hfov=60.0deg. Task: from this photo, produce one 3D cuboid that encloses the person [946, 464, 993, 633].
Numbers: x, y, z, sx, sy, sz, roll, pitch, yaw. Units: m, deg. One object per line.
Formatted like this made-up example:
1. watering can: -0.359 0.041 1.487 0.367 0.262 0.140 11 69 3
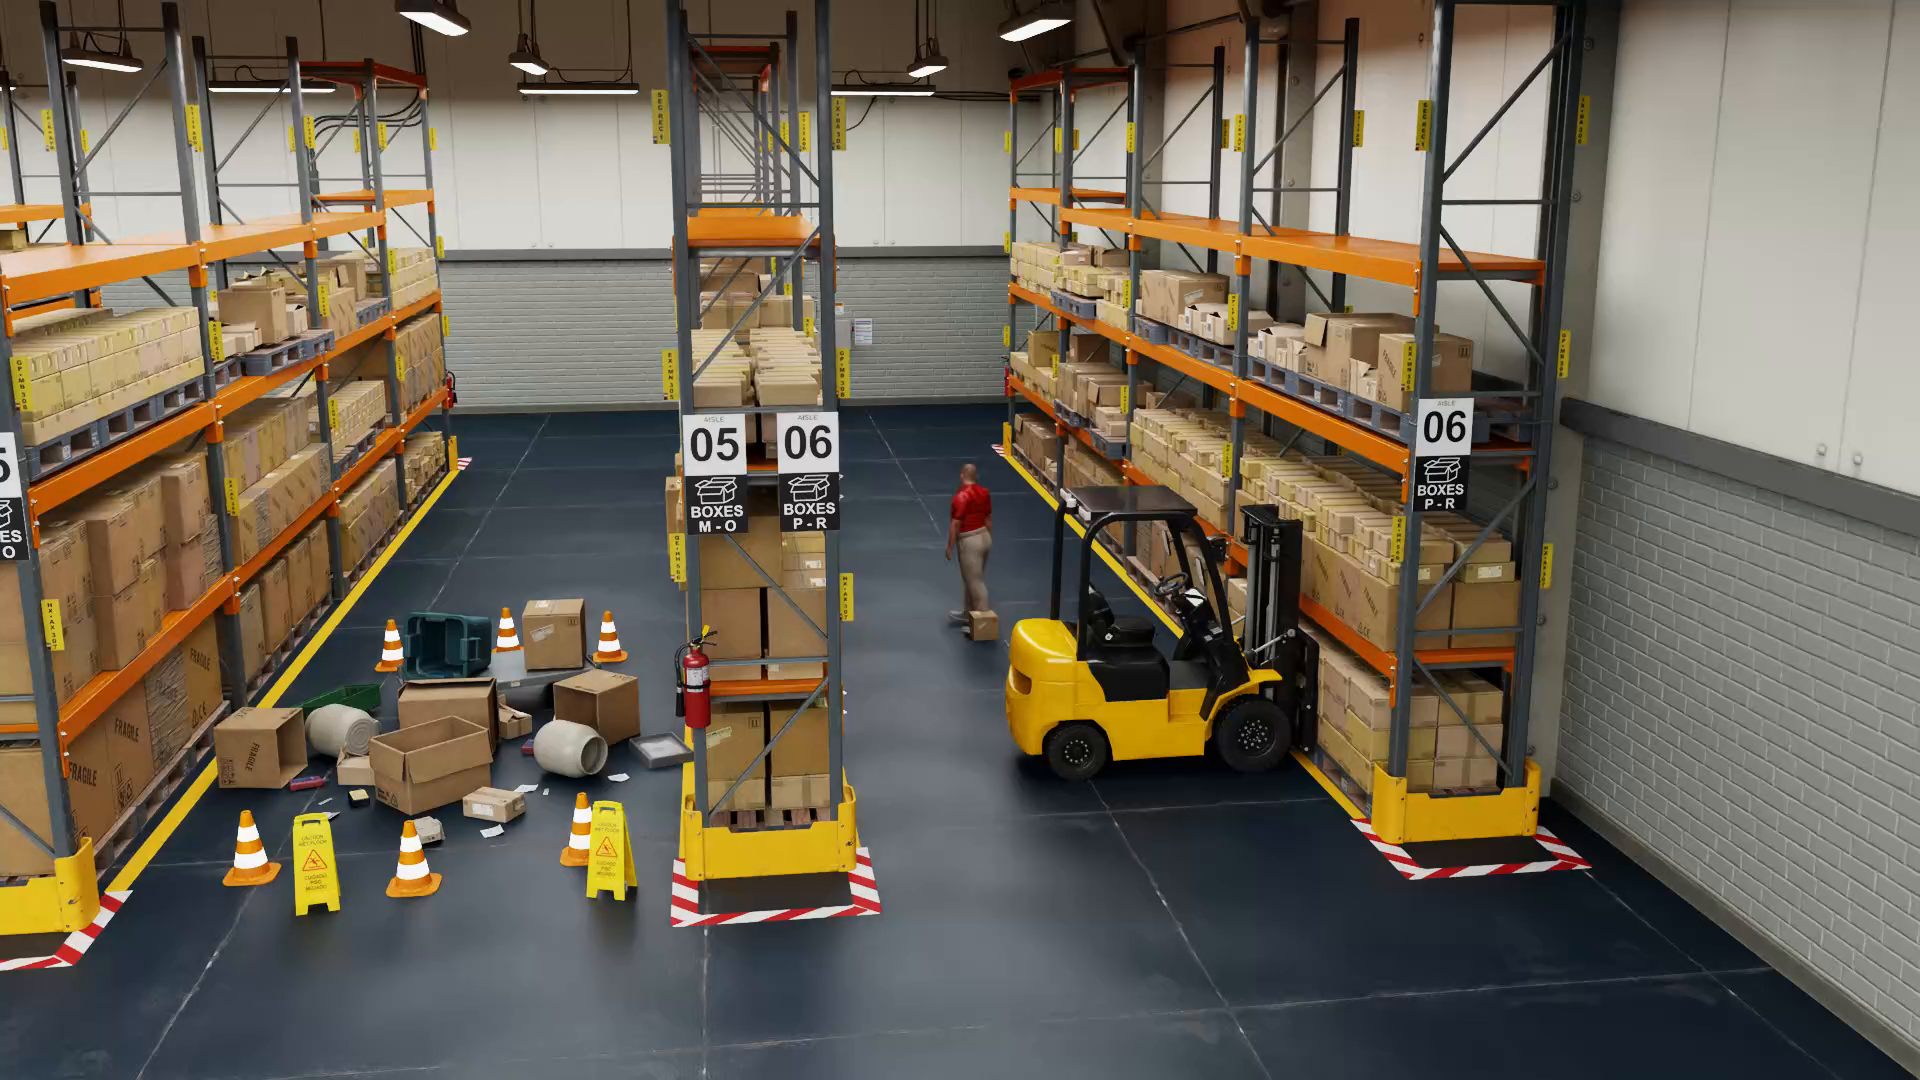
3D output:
1. person: 0.101 0.095 17.208 0.652 1.626 0.614 8 15 30
